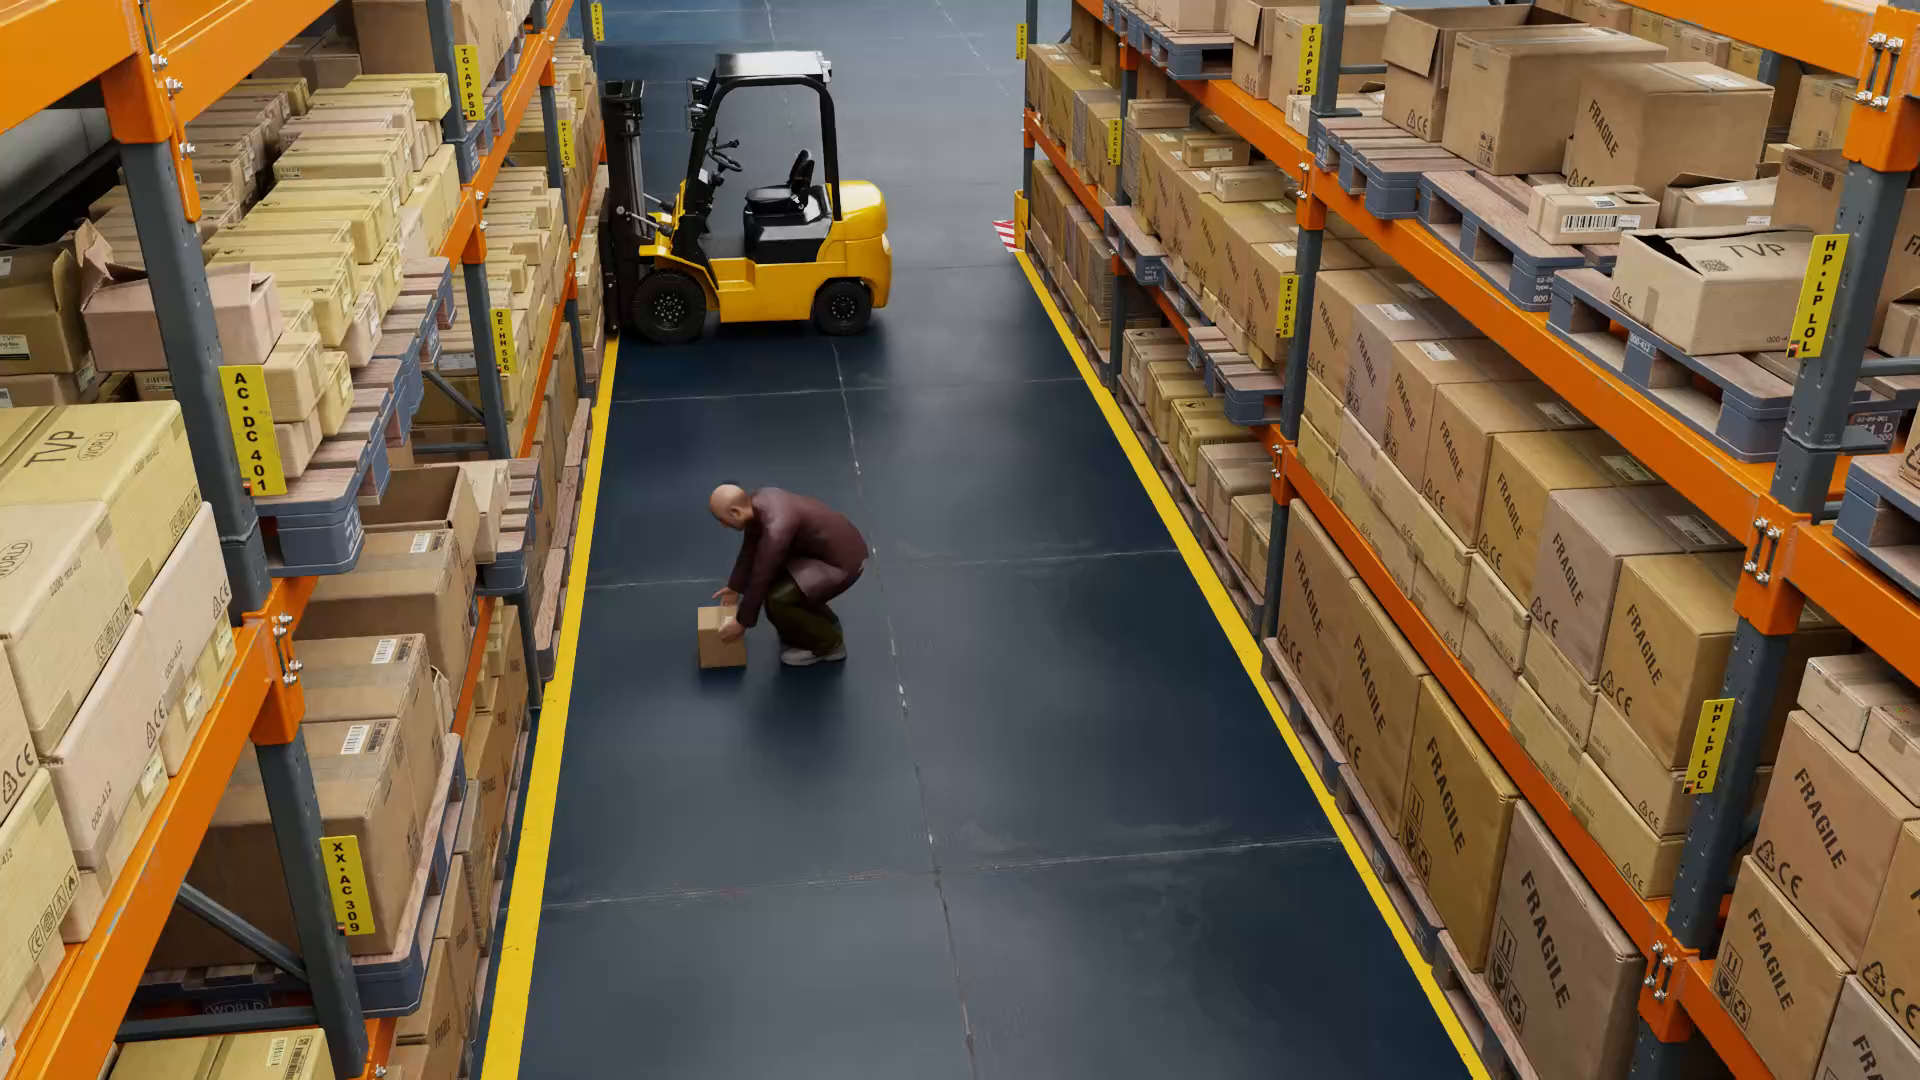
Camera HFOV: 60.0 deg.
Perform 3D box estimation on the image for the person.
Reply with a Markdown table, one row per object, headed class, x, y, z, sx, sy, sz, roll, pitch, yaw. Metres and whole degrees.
| class | x | y | z | sx | sy | sz | roll | pitch | yaw |
| --- | --- | --- | --- | --- | --- | --- | --- | --- | --- |
| person | -0.932 | 0.152 | 9.116 | 0.875 | 1.073 | 0.615 | -4 | 27 | -7 |
